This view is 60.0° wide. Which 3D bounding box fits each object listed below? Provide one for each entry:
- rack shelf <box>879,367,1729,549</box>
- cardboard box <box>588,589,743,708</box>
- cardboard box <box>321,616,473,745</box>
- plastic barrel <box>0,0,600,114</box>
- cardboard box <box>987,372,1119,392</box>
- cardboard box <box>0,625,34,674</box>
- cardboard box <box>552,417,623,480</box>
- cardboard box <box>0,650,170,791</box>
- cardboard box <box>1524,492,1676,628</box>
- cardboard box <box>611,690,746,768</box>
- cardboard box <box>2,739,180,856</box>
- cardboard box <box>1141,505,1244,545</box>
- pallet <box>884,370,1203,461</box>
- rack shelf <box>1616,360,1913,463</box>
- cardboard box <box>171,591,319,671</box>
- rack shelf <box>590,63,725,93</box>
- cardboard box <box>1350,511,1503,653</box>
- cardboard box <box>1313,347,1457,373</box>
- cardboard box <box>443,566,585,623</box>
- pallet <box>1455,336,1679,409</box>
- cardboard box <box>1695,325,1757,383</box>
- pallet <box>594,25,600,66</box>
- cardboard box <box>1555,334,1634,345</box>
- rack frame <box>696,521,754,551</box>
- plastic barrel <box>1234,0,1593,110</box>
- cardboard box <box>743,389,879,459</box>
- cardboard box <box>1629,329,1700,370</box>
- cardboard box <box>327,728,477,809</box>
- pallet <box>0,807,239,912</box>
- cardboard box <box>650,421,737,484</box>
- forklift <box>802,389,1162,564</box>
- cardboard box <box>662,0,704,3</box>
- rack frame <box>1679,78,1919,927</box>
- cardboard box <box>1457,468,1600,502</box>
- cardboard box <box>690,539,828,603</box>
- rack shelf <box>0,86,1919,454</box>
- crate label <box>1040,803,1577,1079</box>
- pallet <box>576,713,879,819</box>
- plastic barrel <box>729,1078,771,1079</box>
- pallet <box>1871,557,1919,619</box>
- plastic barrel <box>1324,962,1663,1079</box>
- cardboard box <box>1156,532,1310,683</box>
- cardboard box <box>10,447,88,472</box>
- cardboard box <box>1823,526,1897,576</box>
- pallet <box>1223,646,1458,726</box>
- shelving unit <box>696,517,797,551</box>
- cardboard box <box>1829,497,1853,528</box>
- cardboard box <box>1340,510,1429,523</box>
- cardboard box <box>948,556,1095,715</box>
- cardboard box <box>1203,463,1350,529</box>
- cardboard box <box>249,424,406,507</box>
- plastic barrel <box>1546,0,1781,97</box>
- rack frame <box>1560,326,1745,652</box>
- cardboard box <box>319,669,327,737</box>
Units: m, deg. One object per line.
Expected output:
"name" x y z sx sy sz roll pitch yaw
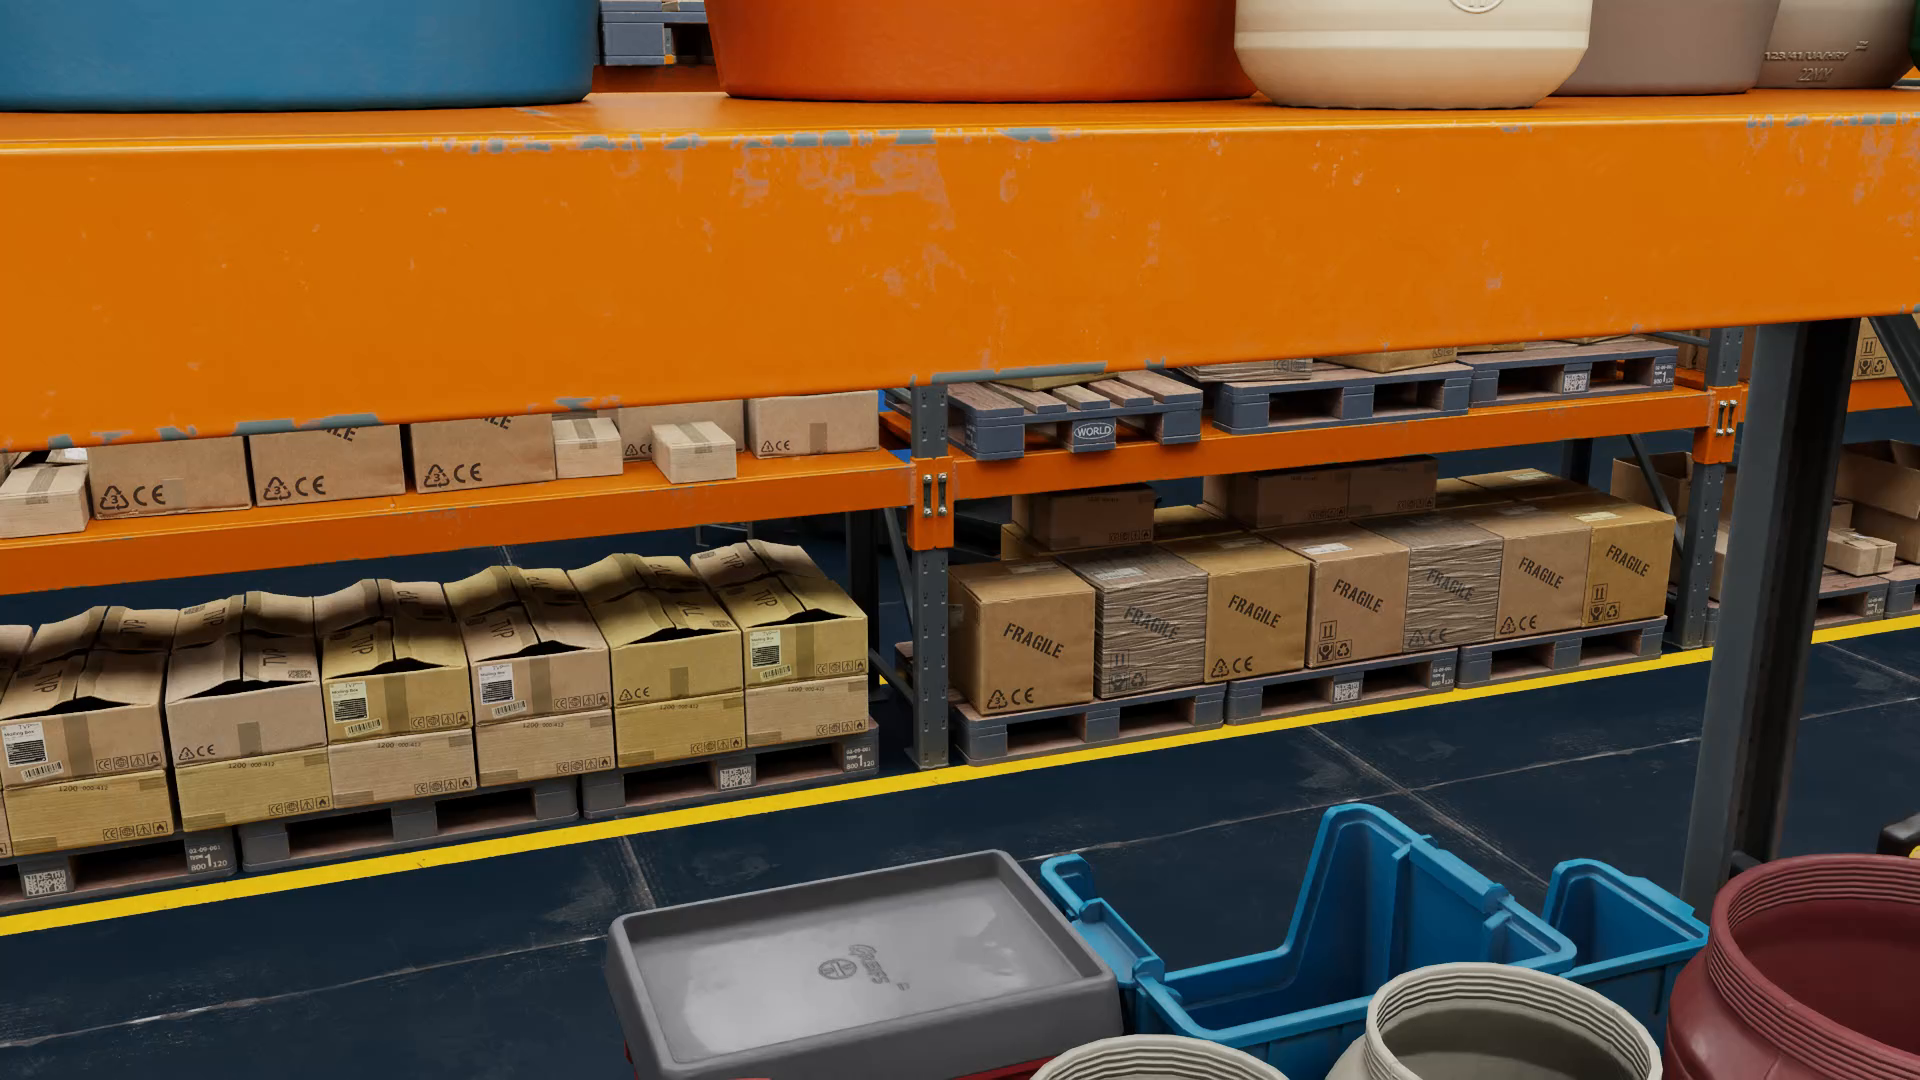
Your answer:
"rack shelf" 1.586 -0.478 7.680 4.000 0.370 1.077 -6 17 -20
"cardboard box" -1.166 0.399 6.556 0.500 0.311 0.500 -6 18 -21
"cardboard box" -2.107 0.499 6.215 0.500 0.311 0.500 -6 17 -19
"plastic barrel" -0.629 -0.835 1.404 0.708 0.901 0.600 -6 17 -20
"cardboard box" 0.266 -0.964 7.136 0.500 0.500 0.700 -13 21 -38
"cardboard box" -3.742 0.514 6.164 0.500 0.311 0.500 -6 17 -20
"cardboard box" -1.453 -0.358 6.439 0.250 0.149 0.380 -5 17 -16
"cardboard box" -3.073 0.605 5.854 0.500 0.311 0.500 -6 18 -21
"cardboard box" 3.095 0.088 8.129 0.500 0.500 0.500 -6 17 -20
"cardboard box" -1.166 0.666 6.641 0.500 0.250 0.500 -6 18 -21
"cardboard box" -3.074 0.873 5.937 0.500 0.250 0.500 -6 17 -19
"cardboard box" 0.991 0.158 7.891 0.500 0.500 0.500 -7 18 -22
"pallet" 0.326 -0.616 7.214 1.003 0.211 1.213 -6 17 -20
"rack shelf" 5.321 -0.881 9.053 4.000 0.370 1.077 -6 17 -20
"cardboard box" -2.791 0.410 6.517 0.500 0.311 0.500 -6 17 -20
"rack shelf" -2.150 -1.514 5.884 4.000 0.370 1.077 -6 17 -20
"cardboard box" 2.162 0.186 7.795 0.500 0.500 0.500 -6 17 -19
"cardboard box" 1.826 -1.080 7.530 0.500 0.500 0.700 -11 20 -34
"cardboard box" -1.841 0.309 6.863 0.500 0.311 0.500 -7 18 -22
"pallet" 2.668 -0.881 8.116 1.213 0.211 1.003 -6 17 -20
"cardboard box" 4.027 -1.053 8.182 0.500 0.500 0.500 -6 17 -19
"pallet" -1.927 -1.765 5.796 1.213 0.211 1.003 -5 17 -18
"cardboard box" 2.931 -1.286 8.230 0.500 0.500 0.700 -14 21 -39
"rack frame" -1.398 -0.950 9.605 0.400 2.100 0.015 8 18 24
"plastic barrel" 0.383 -0.501 1.404 0.301 0.262 0.301 0 16 0
"cardboard box" -0.637 -0.554 6.819 0.500 0.311 0.500 -5 17 -17
"cardboard box" 3.828 -1.191 8.652 0.500 0.500 0.500 -6 17 -19
"cardboard box" -2.116 0.769 6.292 0.500 0.250 0.500 -6 17 -19
"pallet" -3.343 1.035 6.199 1.213 0.211 1.003 -6 17 -20
"cardboard box" -1.023 -0.338 6.371 0.250 0.149 0.380 -6 17 -20
"forklift" 0.476 -1.293 9.299 3.031 2.935 1.130 13 21 38
"cardboard box" -1.168 -2.072 6.029 0.500 0.250 0.500 -6 17 -19
"rack frame" 1.488 0.683 2.450 0.053 2.616 0.949 -6 17 -20
"cardboard box" 2.914 -0.052 8.608 0.500 0.500 0.500 -7 18 -23
"cardboard box" -0.876 0.203 7.224 0.500 0.311 0.500 -6 17 -18
"rack shelf" -0.381 -0.211 1.445 4.000 0.370 1.077 -6 17 -20
"crate label" 0.462 0.694 2.349 0.616 0.435 0.502 -6 17 -20
"pallet" -1.065 0.789 7.037 1.213 0.211 1.003 -6 17 -20
"plastic barrel" -0.187 0.864 1.592 0.433 0.535 0.433 0 16 0
"pallet" 5.236 0.120 9.315 1.213 0.211 1.003 -6 17 -20
"plastic barrel" 0.603 0.788 1.892 0.421 0.512 0.421 0 16 0
"cardboard box" 1.202 0.292 7.435 0.500 0.500 0.500 -6 18 -21
"cardboard box" -3.262 -0.291 6.004 0.258 0.266 0.396 -7 18 -21
"cardboard box" 4.727 0.048 8.859 0.250 0.166 0.380 -6 17 -20
"pallet" 1.566 0.529 7.922 1.213 0.211 1.003 -6 17 -20
"shelving unit" -1.294 -1.012 9.817 0.431 2.100 0.503 8 18 24
"cardboard box" 4.584 -0.154 9.289 0.500 0.311 0.500 -6 17 -20
"cardboard box" 1.951 0.053 8.250 0.500 0.500 0.500 -6 17 -19
"cardboard box" 0.245 0.396 7.082 0.500 0.500 0.500 -5 17 -18
"cardboard box" 1.512 -0.260 7.986 0.500 0.250 0.500 -7 18 -21
"cardboard box" -2.335 -0.443 6.106 0.500 0.500 0.500 -6 17 -20
"plastic barrel" 0.642 -0.972 1.872 0.600 0.901 0.600 0 16 0
"rack frame" 3.453 -1.025 8.265 0.127 3.000 1.000 -6 17 -20
"cardboard box" -2.783 0.679 6.597 0.500 0.250 0.500 -6 17 -19
